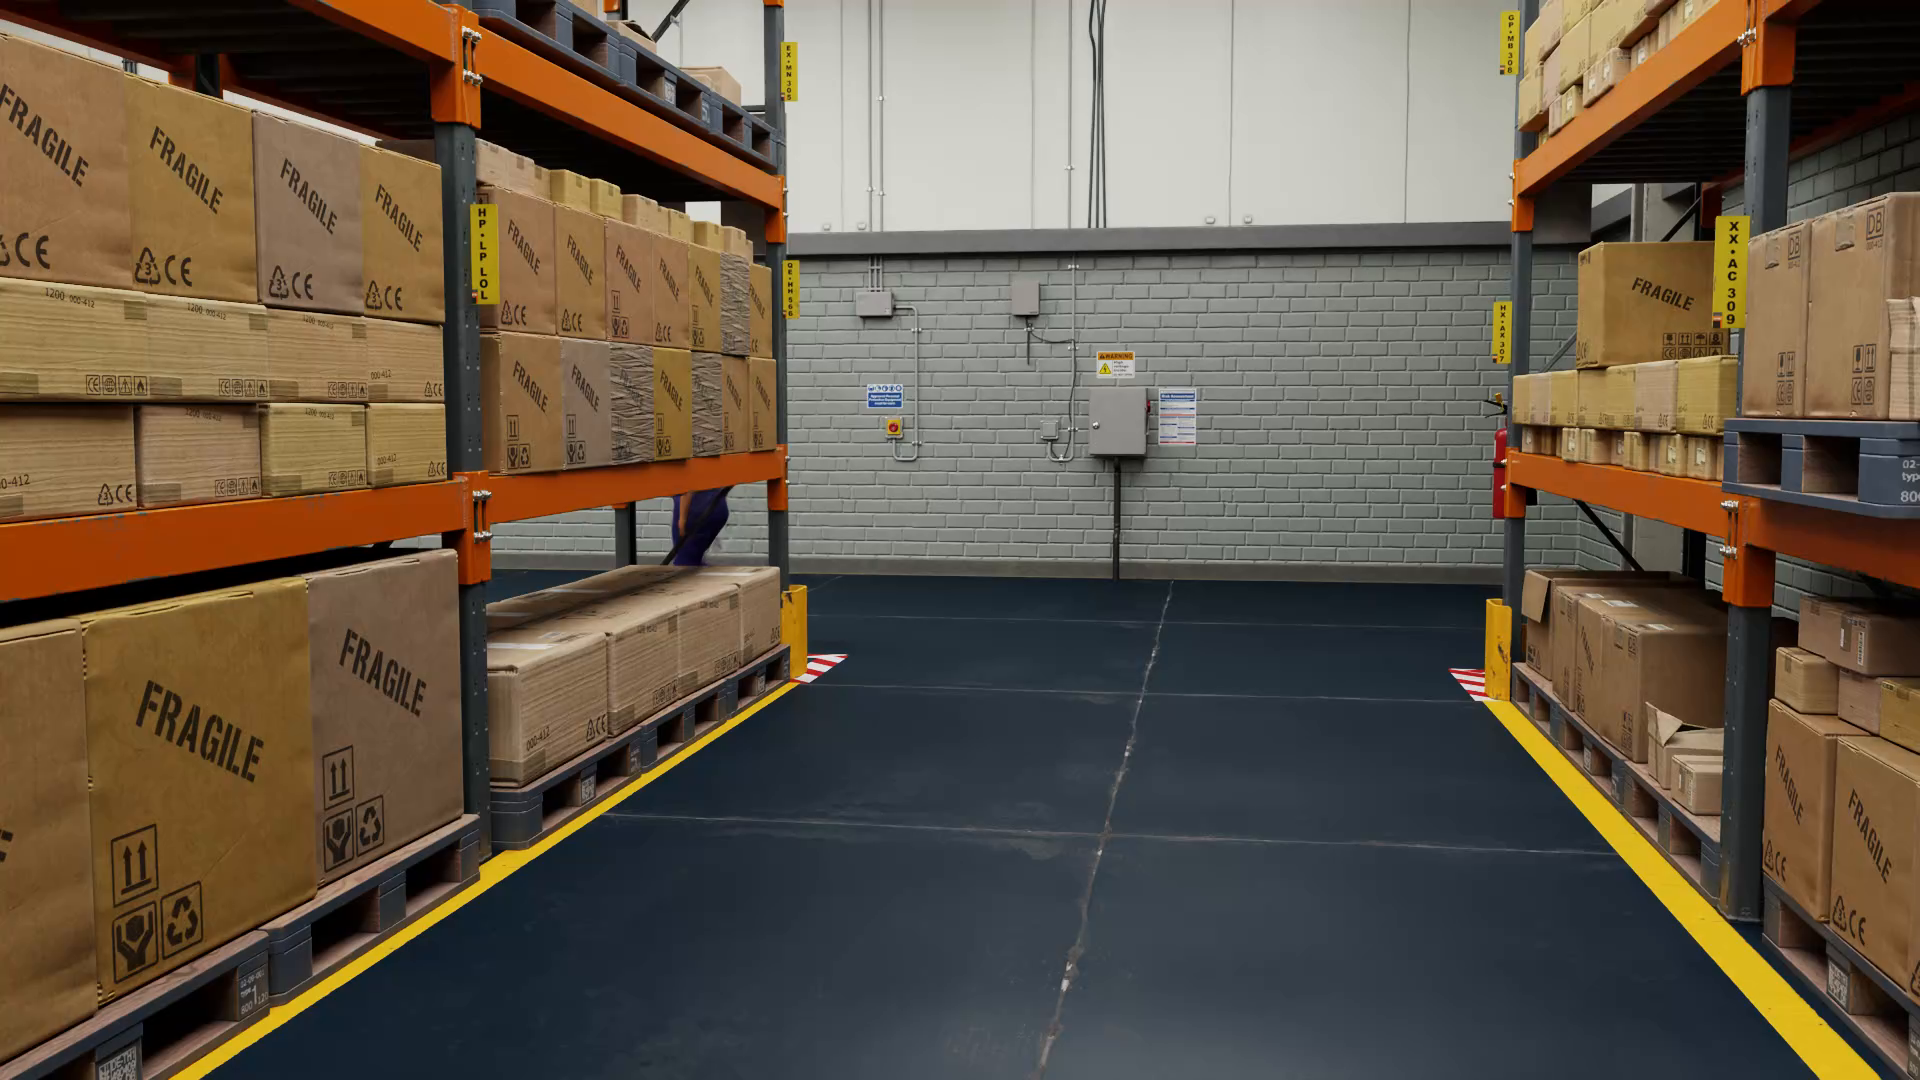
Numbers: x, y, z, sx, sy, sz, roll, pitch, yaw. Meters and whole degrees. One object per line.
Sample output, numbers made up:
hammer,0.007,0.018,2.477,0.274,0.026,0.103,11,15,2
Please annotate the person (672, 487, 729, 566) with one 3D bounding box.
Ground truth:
person,-1.699,-0.169,10.785,0.467,1.639,0.507,1,5,15
